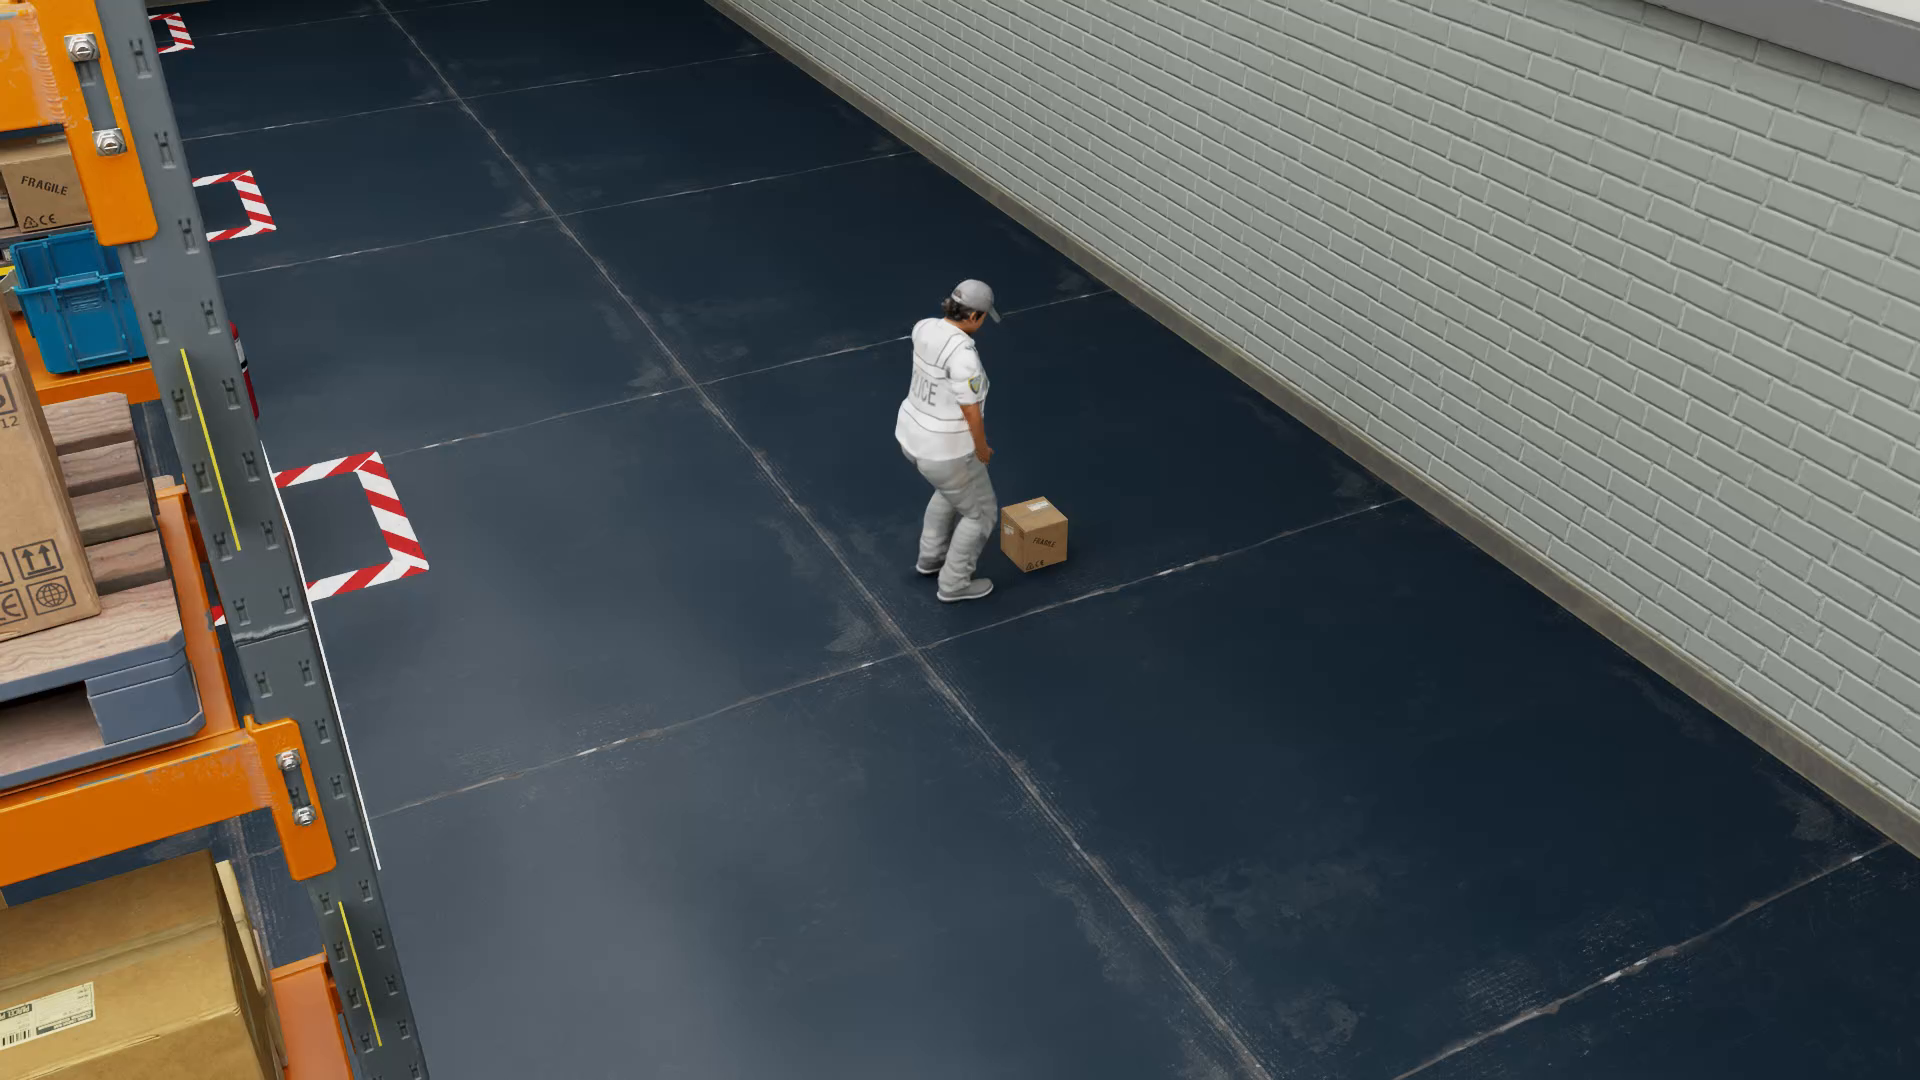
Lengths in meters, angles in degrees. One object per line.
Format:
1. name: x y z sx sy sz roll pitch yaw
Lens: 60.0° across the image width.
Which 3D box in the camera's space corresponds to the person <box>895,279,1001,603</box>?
1. person: -0.044 -0.477 7.937 0.513 1.599 0.504 -15 36 -22
